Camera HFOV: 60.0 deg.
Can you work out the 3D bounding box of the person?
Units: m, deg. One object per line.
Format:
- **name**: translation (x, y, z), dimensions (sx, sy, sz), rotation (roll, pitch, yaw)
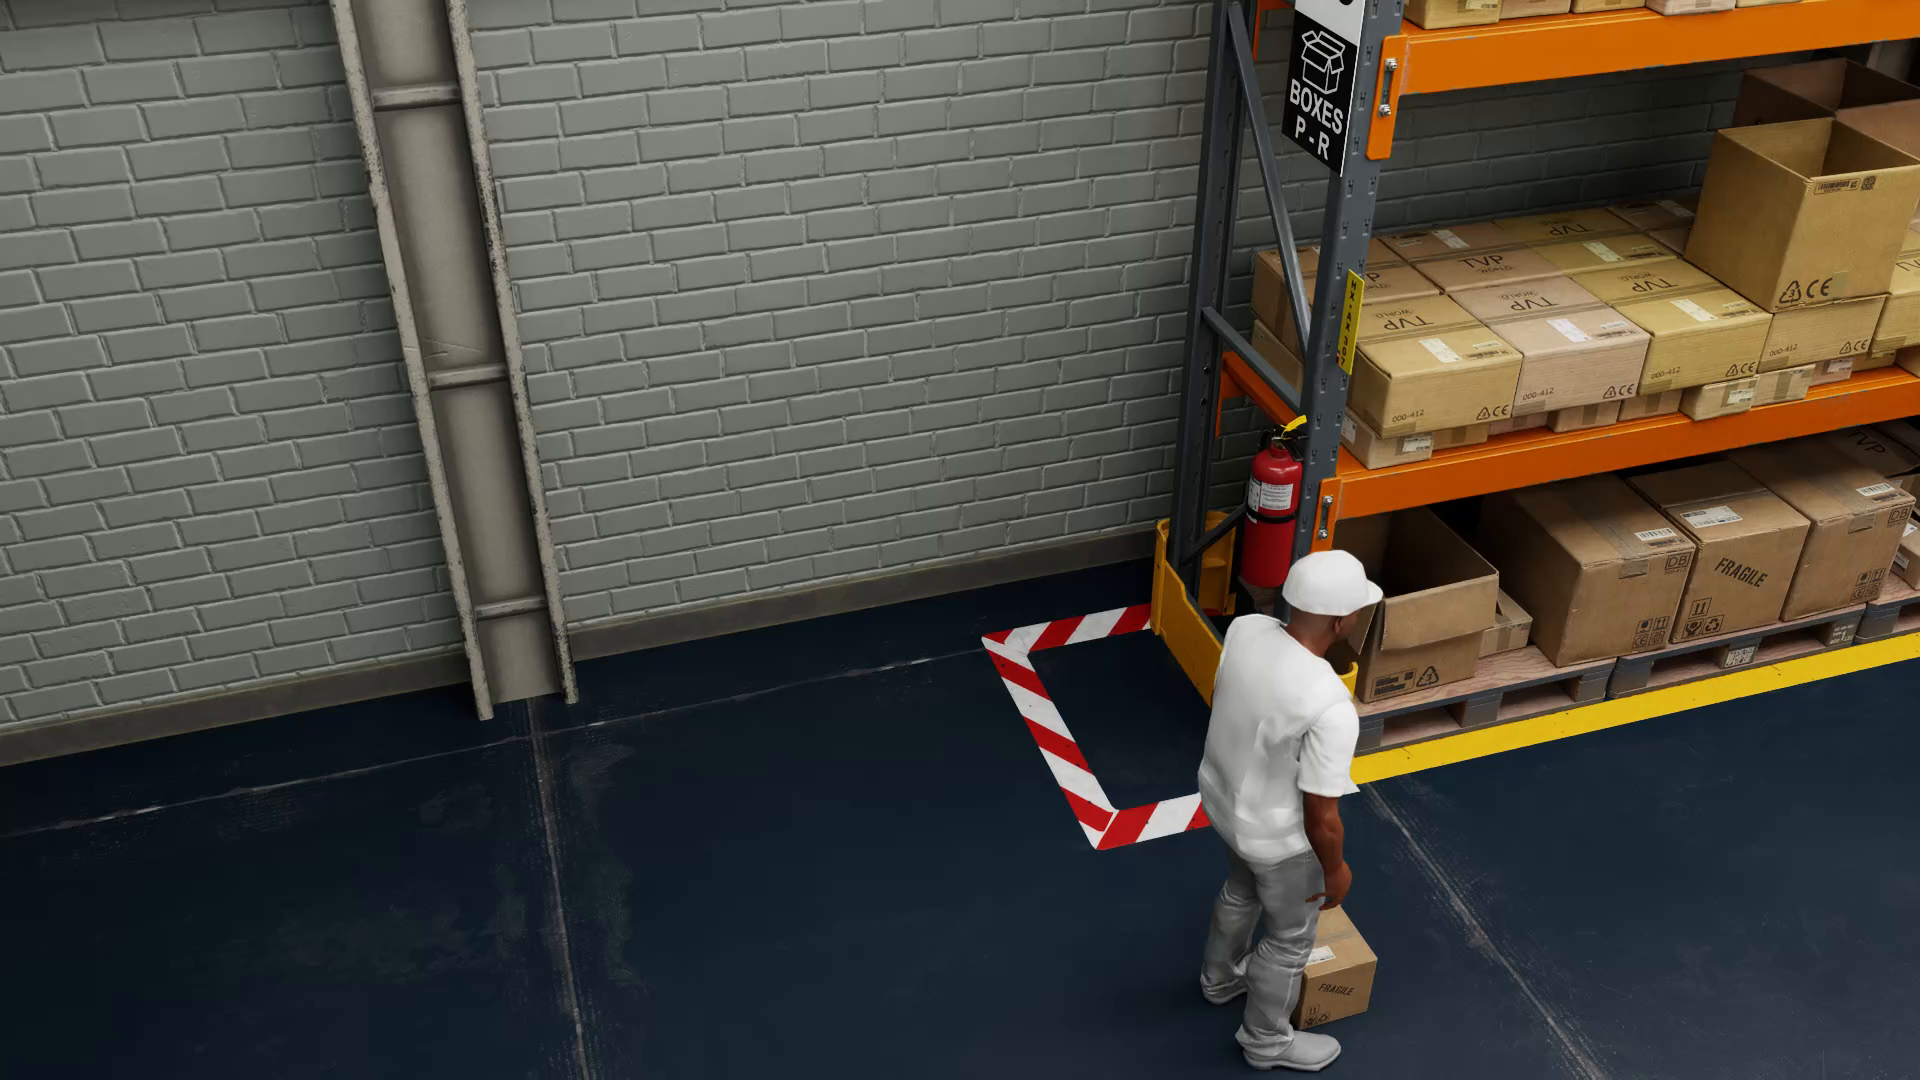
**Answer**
- **person**: translation (0.961, 0.799, 4.927), dimensions (0.461, 1.761, 0.637), rotation (-11, 35, -16)
